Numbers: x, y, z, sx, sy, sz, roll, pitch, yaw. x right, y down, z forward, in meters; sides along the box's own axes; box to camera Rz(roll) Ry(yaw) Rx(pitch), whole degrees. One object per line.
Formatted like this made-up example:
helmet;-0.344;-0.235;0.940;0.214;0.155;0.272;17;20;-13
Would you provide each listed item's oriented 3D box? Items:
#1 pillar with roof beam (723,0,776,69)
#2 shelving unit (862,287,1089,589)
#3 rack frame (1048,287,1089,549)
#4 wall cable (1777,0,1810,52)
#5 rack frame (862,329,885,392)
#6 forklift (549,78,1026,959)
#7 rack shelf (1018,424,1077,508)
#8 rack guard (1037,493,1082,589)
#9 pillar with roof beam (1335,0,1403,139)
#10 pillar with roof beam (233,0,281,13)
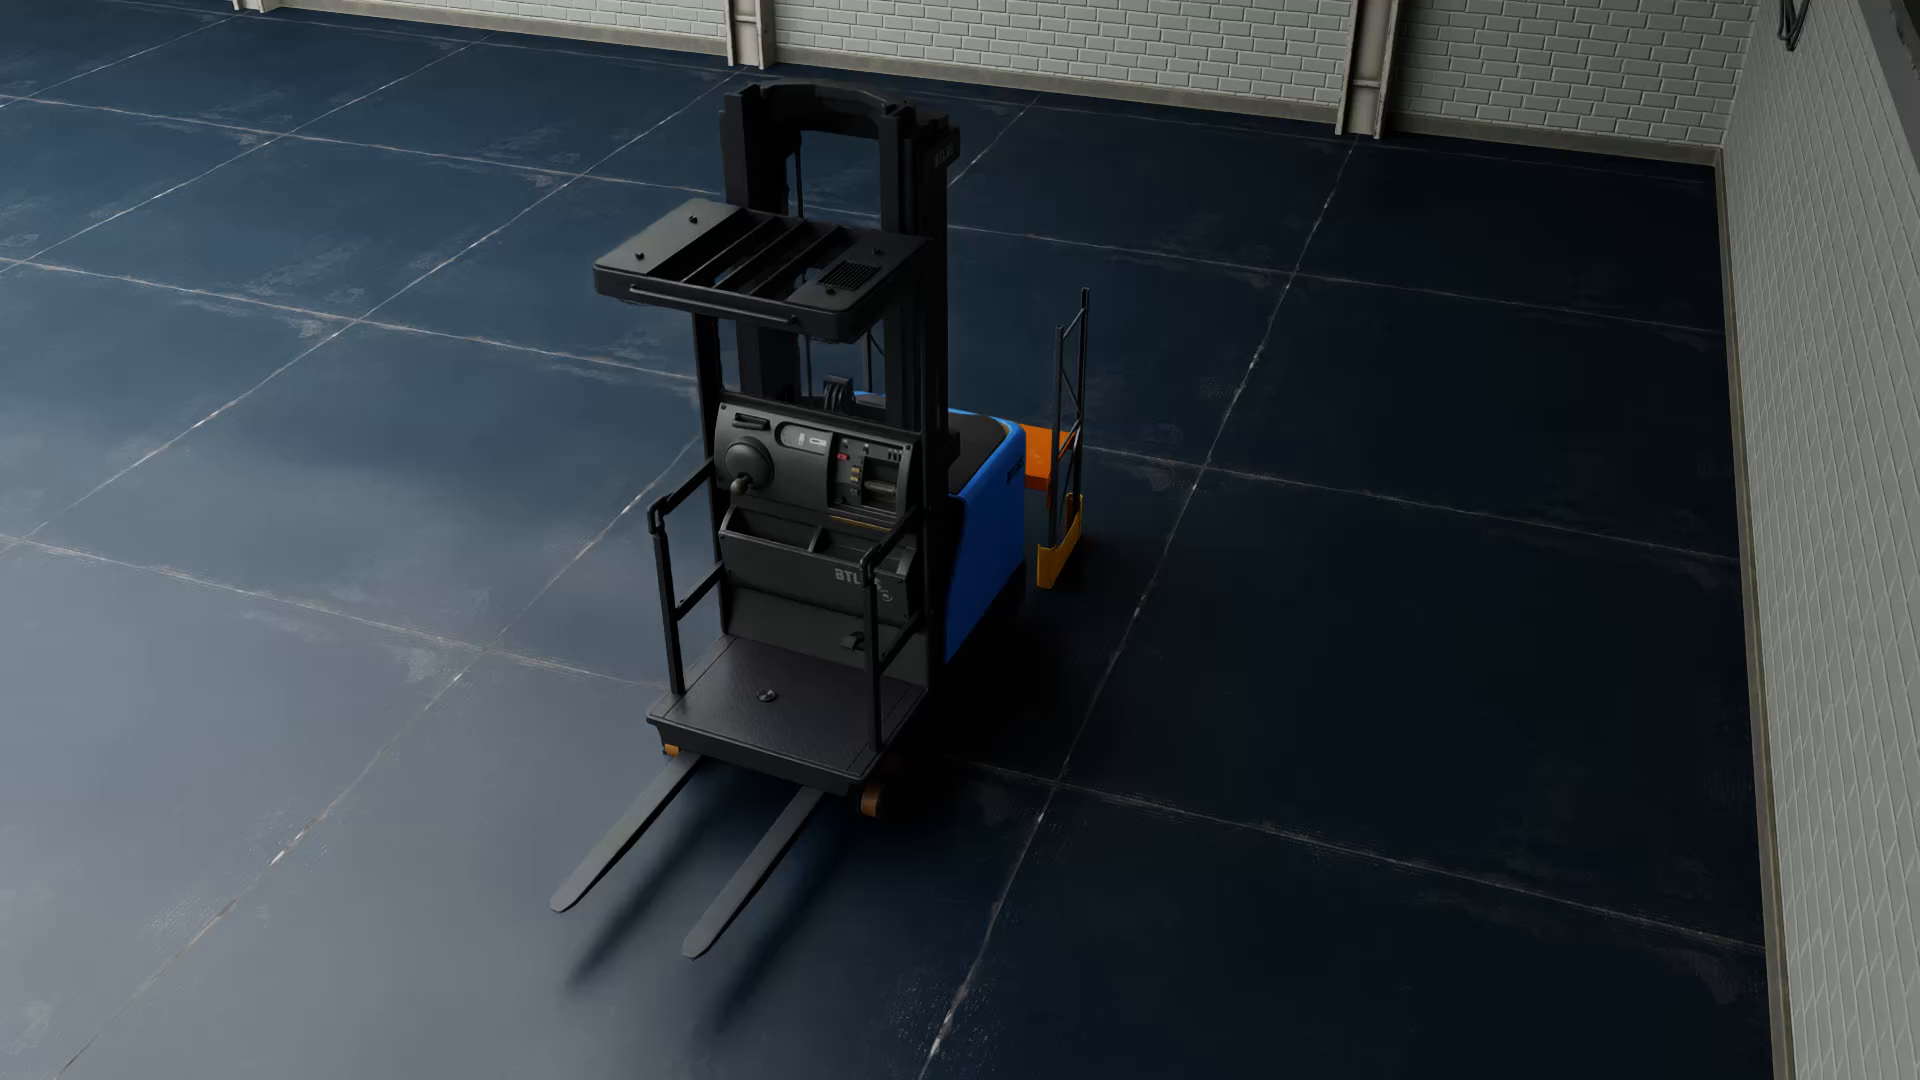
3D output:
pillar with roof beam;-3.519;-6.341;10.744;0.400;9.000;9.100;11;34;16
shelving unit;0.072;-0.616;8.790;1.083;1.500;0.587;11;34;16
rack frame;0.559;-0.521;8.643;0.032;1.500;0.500;11;34;16
wall cable;5.908;-4.923;11.409;0.112;2.526;3.097;11;34;16
rack frame;-0.398;-0.707;8.931;0.032;1.500;0.500;11;34;16
forklift;-0.713;-0.273;6.938;1.130;2.935;3.031;13;35;20
rack shelf;0.080;-0.463;8.885;1.000;0.185;0.538;11;34;16
rack guard;0.541;0.000;8.987;0.087;0.250;0.587;11;34;16
pillar with roof beam;2.129;-5.243;9.043;0.400;9.000;9.100;11;34;16
pillar with roof beam;-9.168;-7.439;12.444;0.400;9.000;9.100;11;34;16
